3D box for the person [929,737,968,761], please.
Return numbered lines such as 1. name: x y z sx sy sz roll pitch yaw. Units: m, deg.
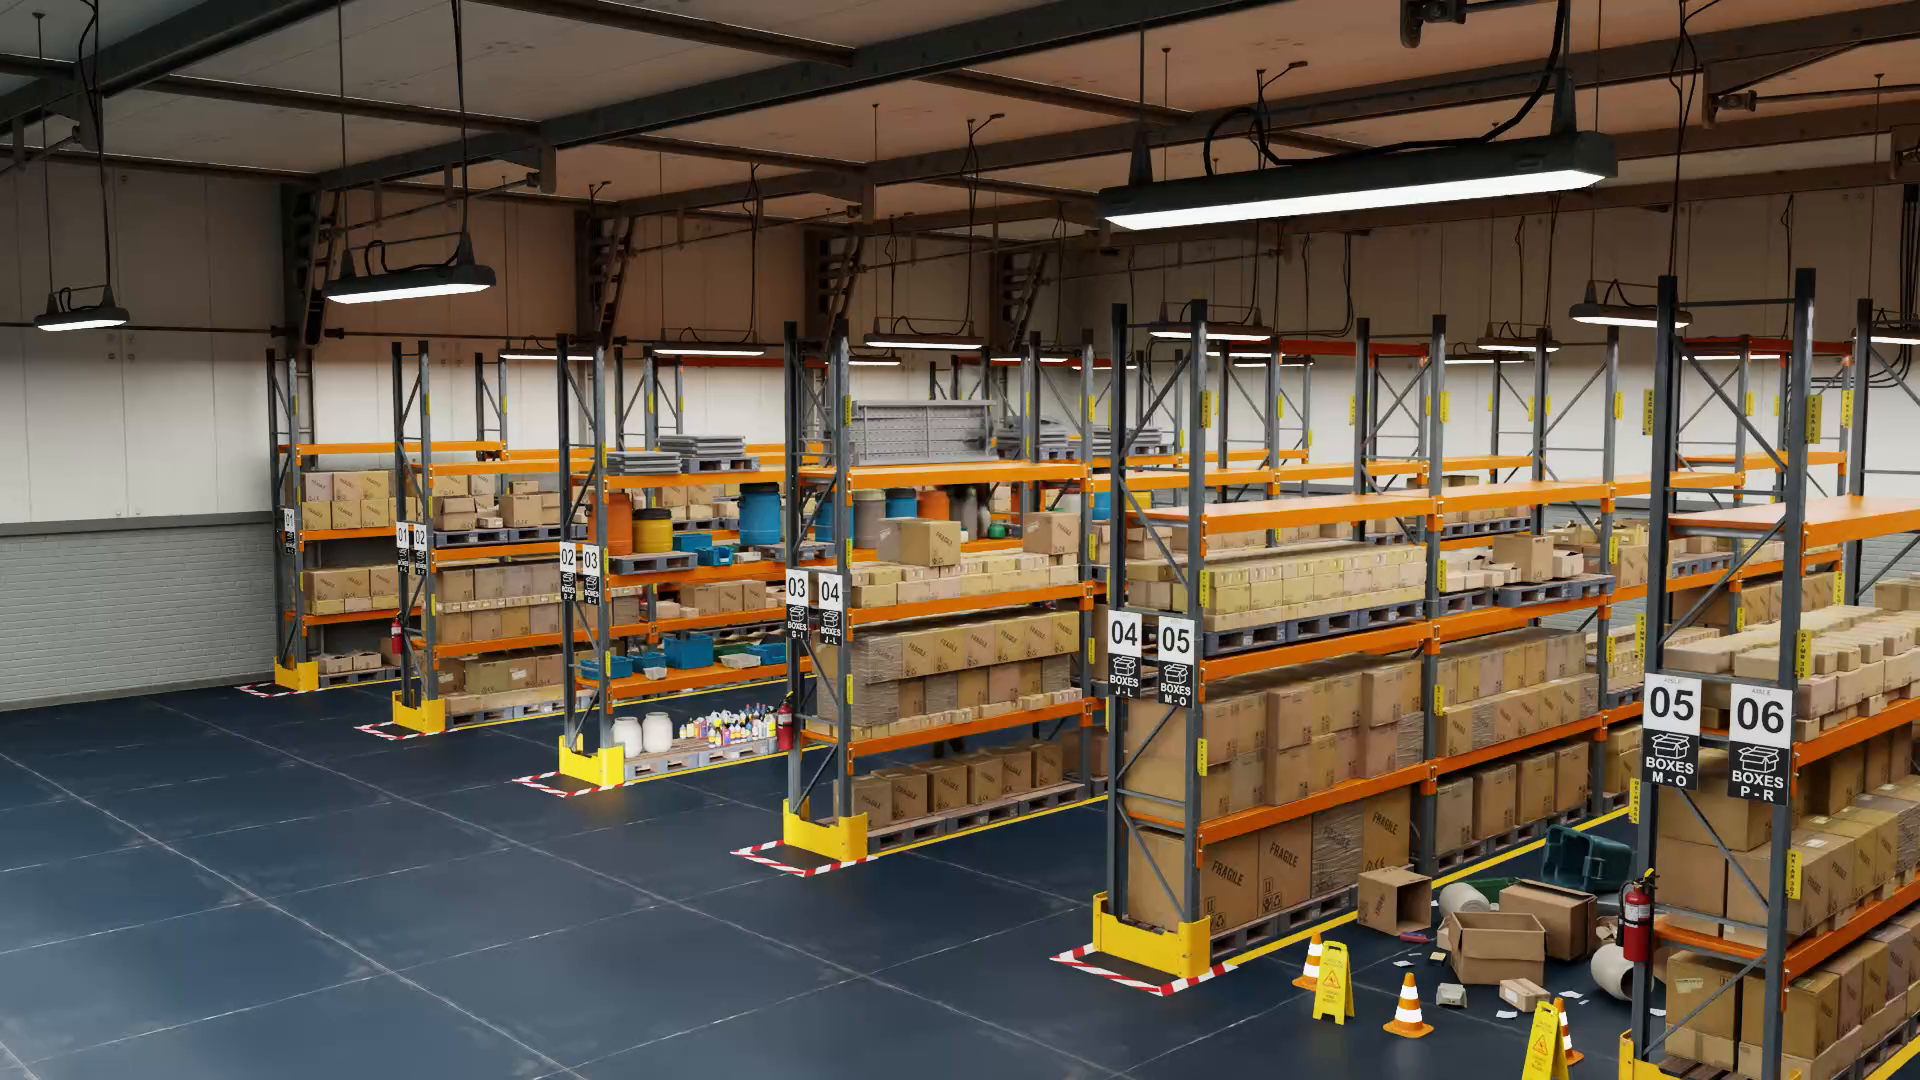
1. person: -0.212 2.203 22.488 0.897 1.832 0.688 -5 7 -44
